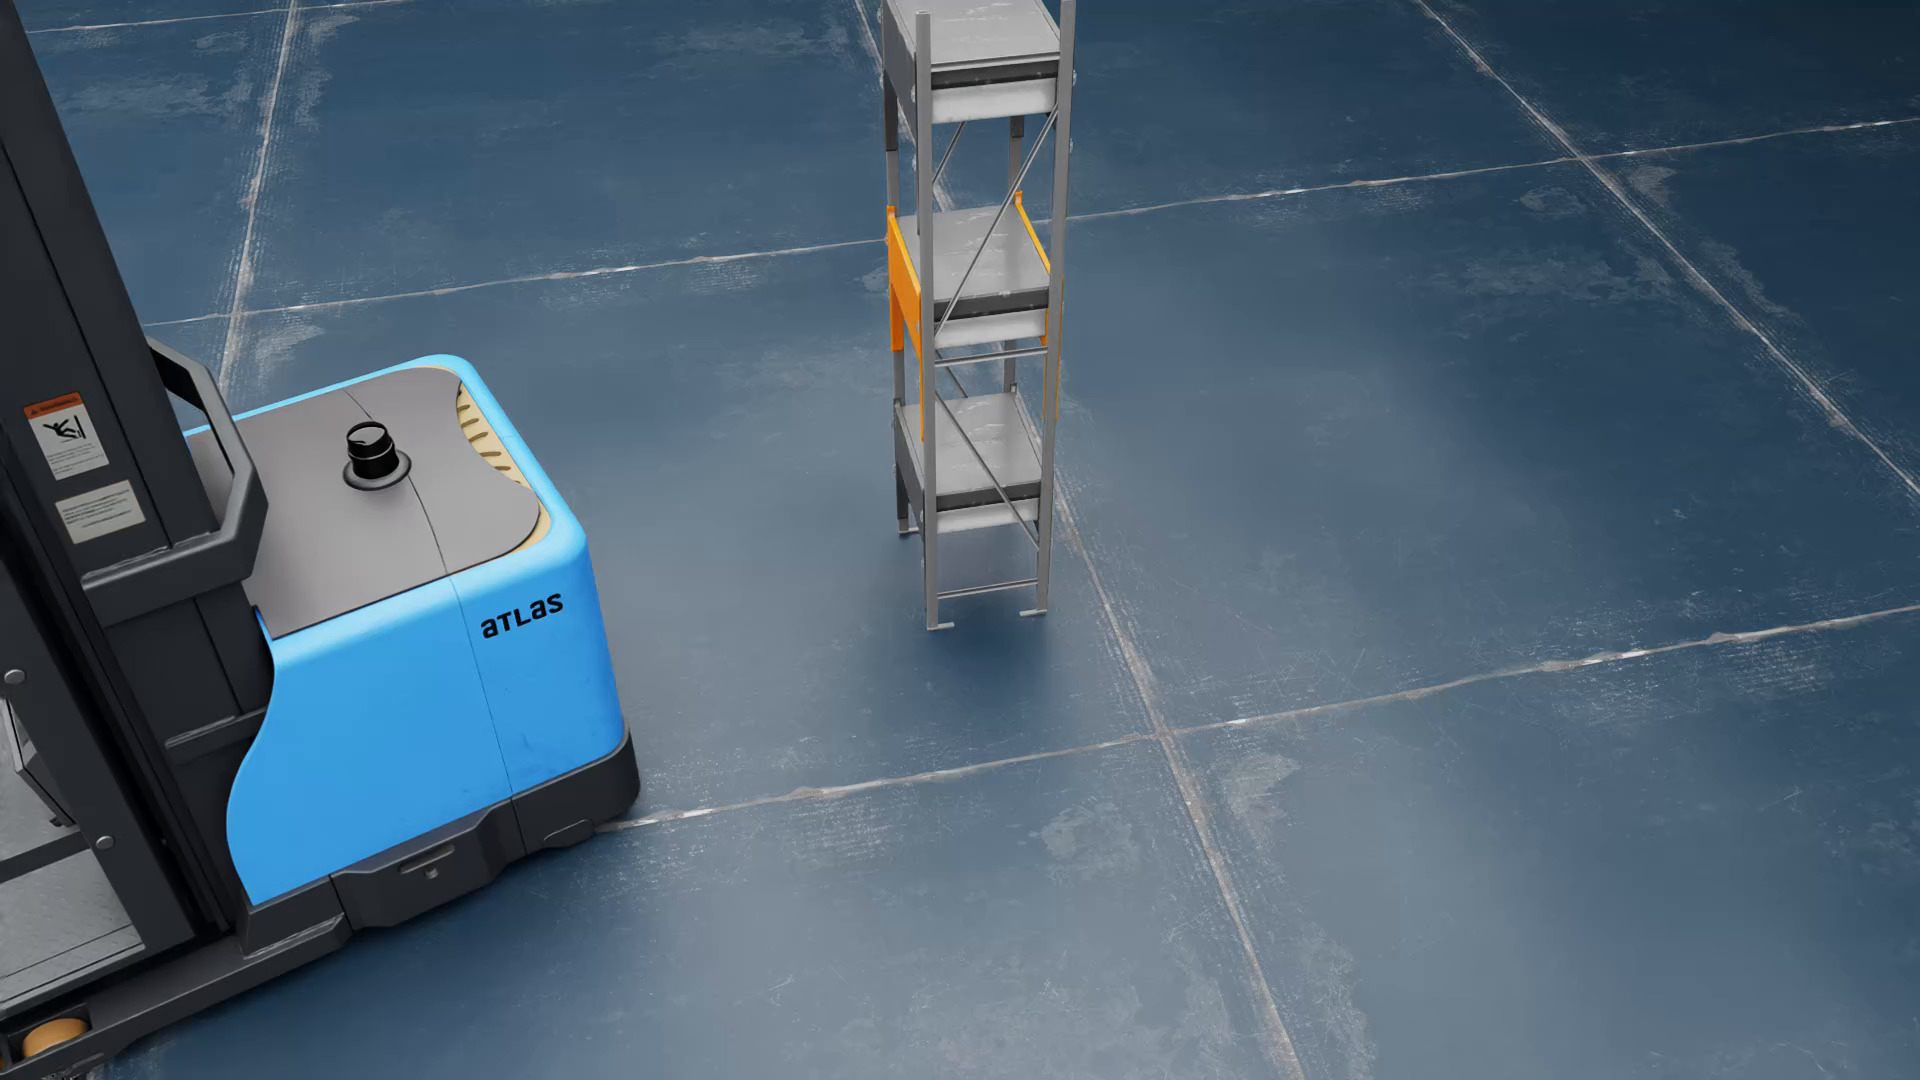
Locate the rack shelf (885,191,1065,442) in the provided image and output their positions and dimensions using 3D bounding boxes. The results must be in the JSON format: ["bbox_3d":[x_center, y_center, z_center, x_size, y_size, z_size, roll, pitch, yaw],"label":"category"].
[{"bbox_3d":[0.036,-0.668,4.941,0.431,0.518,0.480,-8,42,-9],"label":"rack shelf"}]

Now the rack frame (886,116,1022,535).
[{"bbox_3d":[-0.017,-0.836,5.110,0.400,2.100,0.015,-8,42,-9],"label":"rack frame"}]

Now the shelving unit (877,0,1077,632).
[{"bbox_3d":[0.036,-0.678,4.932,0.431,2.100,0.503,-8,42,-9],"label":"shelving unit"}]

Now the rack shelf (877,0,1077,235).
[{"bbox_3d":[0.036,-1.191,4.476,0.431,0.518,0.480,-8,42,-9],"label":"rack shelf"}]

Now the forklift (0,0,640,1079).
[{"bbox_3d":[-2.453,-0.062,3.612,3.031,2.935,1.130,-22,46,-23],"label":"forklift"}]

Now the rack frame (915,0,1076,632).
[{"bbox_3d":[0.088,-0.520,4.754,0.400,2.100,0.015,-8,42,-9],"label":"rack frame"}]

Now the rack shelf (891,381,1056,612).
[{"bbox_3d":[0.036,-0.144,5.406,0.431,0.518,0.480,-8,42,-9],"label":"rack shelf"}]
